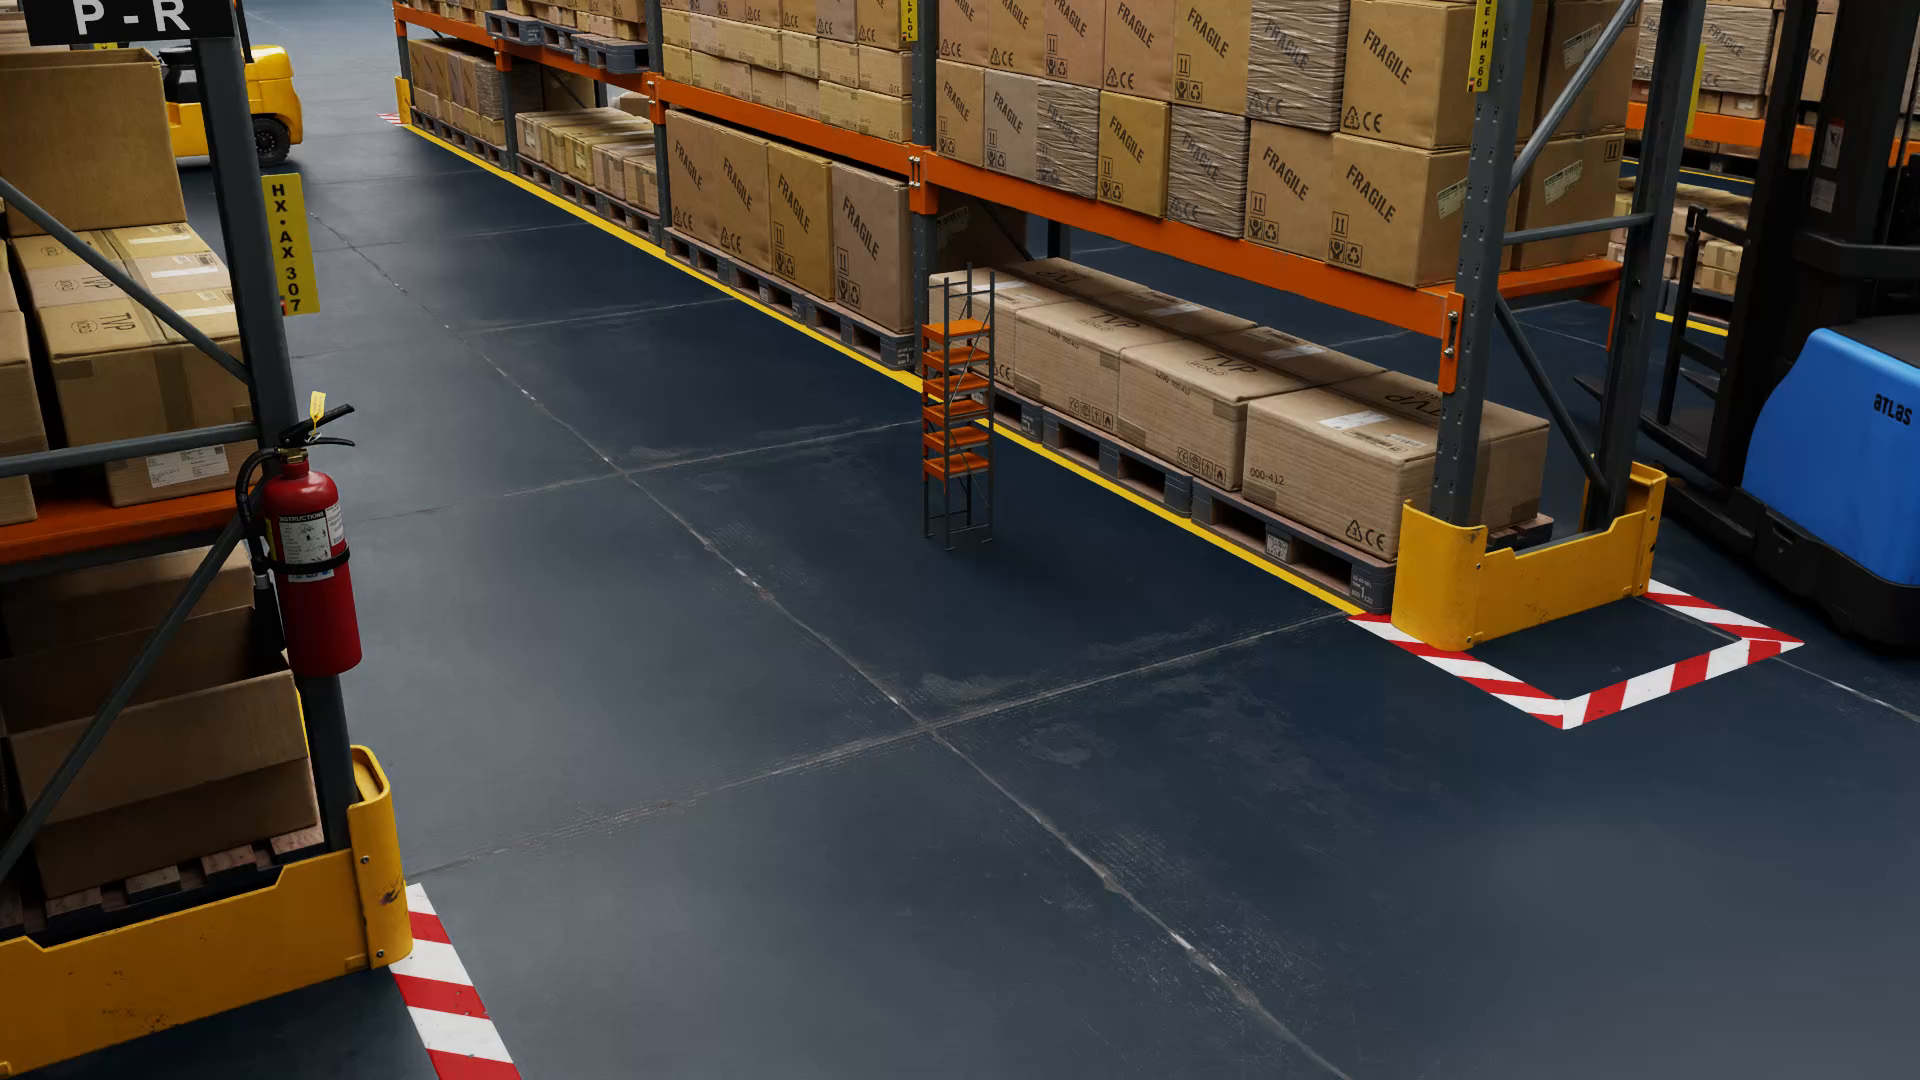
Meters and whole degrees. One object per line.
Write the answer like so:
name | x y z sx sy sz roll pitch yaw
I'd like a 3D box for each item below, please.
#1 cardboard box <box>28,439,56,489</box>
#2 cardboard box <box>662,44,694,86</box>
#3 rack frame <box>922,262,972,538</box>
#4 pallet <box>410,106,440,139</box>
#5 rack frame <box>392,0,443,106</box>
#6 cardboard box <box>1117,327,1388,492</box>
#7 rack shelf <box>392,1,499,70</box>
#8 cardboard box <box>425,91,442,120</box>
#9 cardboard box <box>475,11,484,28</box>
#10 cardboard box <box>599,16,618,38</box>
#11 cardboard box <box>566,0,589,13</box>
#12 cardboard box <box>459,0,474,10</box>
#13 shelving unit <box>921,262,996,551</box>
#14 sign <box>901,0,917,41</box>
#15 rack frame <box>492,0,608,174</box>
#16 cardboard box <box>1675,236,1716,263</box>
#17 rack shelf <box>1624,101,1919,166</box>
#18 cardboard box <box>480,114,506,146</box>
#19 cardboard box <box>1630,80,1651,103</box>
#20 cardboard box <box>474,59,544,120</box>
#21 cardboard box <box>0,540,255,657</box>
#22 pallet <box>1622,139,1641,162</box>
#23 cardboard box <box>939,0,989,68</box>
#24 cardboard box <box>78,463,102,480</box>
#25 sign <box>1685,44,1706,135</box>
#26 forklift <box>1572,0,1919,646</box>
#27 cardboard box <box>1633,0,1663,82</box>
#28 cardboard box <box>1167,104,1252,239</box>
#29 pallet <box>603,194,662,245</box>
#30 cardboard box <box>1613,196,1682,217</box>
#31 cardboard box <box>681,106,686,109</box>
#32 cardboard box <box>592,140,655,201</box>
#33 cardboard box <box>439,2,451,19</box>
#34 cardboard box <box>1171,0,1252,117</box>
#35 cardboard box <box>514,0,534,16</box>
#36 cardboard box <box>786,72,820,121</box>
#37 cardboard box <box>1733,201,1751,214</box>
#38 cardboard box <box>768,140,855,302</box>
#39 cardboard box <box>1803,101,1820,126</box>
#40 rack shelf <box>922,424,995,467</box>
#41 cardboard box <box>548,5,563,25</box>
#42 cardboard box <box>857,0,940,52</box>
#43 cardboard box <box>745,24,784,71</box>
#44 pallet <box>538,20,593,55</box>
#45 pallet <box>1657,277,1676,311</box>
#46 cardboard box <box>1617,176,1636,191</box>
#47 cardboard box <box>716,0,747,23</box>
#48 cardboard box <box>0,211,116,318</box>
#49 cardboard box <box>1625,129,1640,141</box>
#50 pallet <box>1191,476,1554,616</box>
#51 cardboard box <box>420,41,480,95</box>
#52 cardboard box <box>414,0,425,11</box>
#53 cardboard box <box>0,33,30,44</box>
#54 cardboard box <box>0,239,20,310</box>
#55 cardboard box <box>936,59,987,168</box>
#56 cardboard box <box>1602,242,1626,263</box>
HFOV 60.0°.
cardboard box | -2.503 -0.210 4.179 0.380 0.149 0.250 -12 25 -27
cardboard box | -1.814 -3.446 12.006 0.500 0.250 0.500 -13 26 -29
rack frame | -0.054 -0.590 7.170 0.240 1.200 0.006 -13 25 -28
pallet | -5.511 -4.726 18.659 1.003 0.211 1.213 -13 25 -28
rack frame | -5.934 -6.312 18.858 1.000 3.000 0.127 -13 25 -28
cardboard box | 1.341 -0.630 7.722 0.875 0.438 0.875 -12 25 -27
rack shelf | -4.912 -5.332 17.401 1.077 0.370 4.000 -13 25 -28
cardboard box | -5.505 -4.752 18.113 0.500 0.250 0.500 -12 25 -26
cardboard box | -4.450 -5.026 16.027 0.380 0.149 0.250 -12 25 -27
cardboard box | -2.584 -4.007 12.963 0.380 0.149 0.250 -13 25 -29
cardboard box | -2.851 -4.523 13.371 0.500 0.500 0.500 -15 26 -32
cardboard box | -4.600 -5.463 16.240 0.500 0.500 0.500 -12 25 -26
shelving unit | -0.007 -0.561 7.097 0.258 1.200 0.189 -13 25 -28
sign | -0.266 -2.820 8.833 0.100 0.325 0.005 -13 25 -28
rack frame | -3.891 -5.018 15.672 1.000 3.000 0.127 -13 25 -28
cardboard box | 4.927 -1.927 10.903 0.380 0.149 0.250 -11 25 -26
rack shelf | 5.421 -2.432 10.267 1.077 0.370 4.000 -13 25 -28
cardboard box | -4.424 -4.078 16.455 0.500 0.250 0.500 -11 25 -26
cardboard box | 4.640 -2.996 11.033 0.380 0.149 0.250 -14 26 -31
cardboard box | -4.424 -4.426 16.314 0.500 0.500 0.500 -13 25 -29
cardboard box | -2.660 0.286 5.386 0.700 0.500 0.500 -11 25 -26
pallet | 7.010 -4.067 17.038 1.003 0.211 1.213 -13 25 -28
cardboard box | 0.231 -2.737 8.600 0.500 0.500 0.500 -12 25 -28
cardboard box | -2.128 -0.293 4.383 0.380 0.149 0.250 -12 25 -27
sign | 2.719 -1.676 6.195 0.100 0.325 0.005 -13 25 -28
forklift | 3.763 -1.481 7.063 1.130 2.935 3.031 -2 22 -5
cardboard box | 4.695 -3.229 10.745 0.500 0.500 0.500 -13 25 -28
cardboard box | 1.251 -1.615 7.167 0.500 0.500 0.500 -12 25 -27
pallet | -2.245 -2.684 13.635 1.003 0.211 1.213 -13 25 -28
cardboard box | 4.659 -2.238 11.272 0.380 0.149 0.250 -13 25 -29
cardboard box | -2.860 -5.074 19.127 0.637 0.503 0.797 8 23 18
cardboard box | -2.511 -3.122 13.941 0.950 0.372 0.625 -13 26 -29
cardboard box | -5.106 -5.440 17.045 0.380 0.149 0.250 -12 25 -28
cardboard box | 1.246 -2.077 6.977 0.500 0.500 0.500 -13 25 -29
cardboard box | -3.760 -4.773 14.848 0.380 0.149 0.250 -12 25 -27
cardboard box | -0.751 -2.787 10.384 0.500 0.250 0.500 -13 26 -30
cardboard box | 5.386 -2.174 11.114 0.380 0.149 0.250 -14 26 -31
cardboard box | -0.658 -2.114 10.794 0.875 0.875 0.875 -12 25 -27
cardboard box | 5.302 -2.569 9.983 0.380 0.149 0.250 -12 25 -27
rack shelf | -0.007 -0.408 7.159 0.258 0.103 0.180 -13 25 -28
cardboard box | -3.238 -4.429 14.000 0.380 0.149 0.250 -12 25 -26
cardboard box | -0.248 -3.034 9.331 0.500 0.500 0.500 -12 25 -27
cardboard box | -1.046 -3.175 10.675 0.500 0.250 0.500 -12 25 -27
pallet | -2.894 -4.267 14.080 1.003 0.211 1.213 -13 25 -28
pallet | 4.773 -1.910 11.731 1.003 0.211 1.213 -13 25 -28
cardboard box | 4.805 -2.497 11.909 0.380 0.149 0.250 -12 25 -27
cardboard box | -1.293 -3.696 10.961 0.500 0.500 0.500 -12 25 -27
cardboard box | -2.825 -0.932 5.425 0.500 0.250 0.500 -13 26 -30
cardboard box | 7.007 -4.612 16.938 1.225 0.875 0.875 -14 26 -31
pallet | 1.763 -0.085 7.240 1.003 0.211 1.213 -13 25 -28
cardboard box | -5.476 -5.090 17.949 0.500 0.500 0.500 -14 26 -30
cardboard box | -5.641 -5.775 17.869 0.380 0.149 0.250 -12 25 -27
cardboard box | -4.389 -2.080 7.755 0.700 0.500 0.500 -12 25 -28
cardboard box | -3.001 -0.672 4.784 0.500 0.250 0.500 -12 25 -27
cardboard box | 0.210 -2.272 8.784 0.500 0.500 0.500 -12 25 -27
cardboard box | 4.617 -1.950 11.354 0.380 0.149 0.250 -13 25 -28
